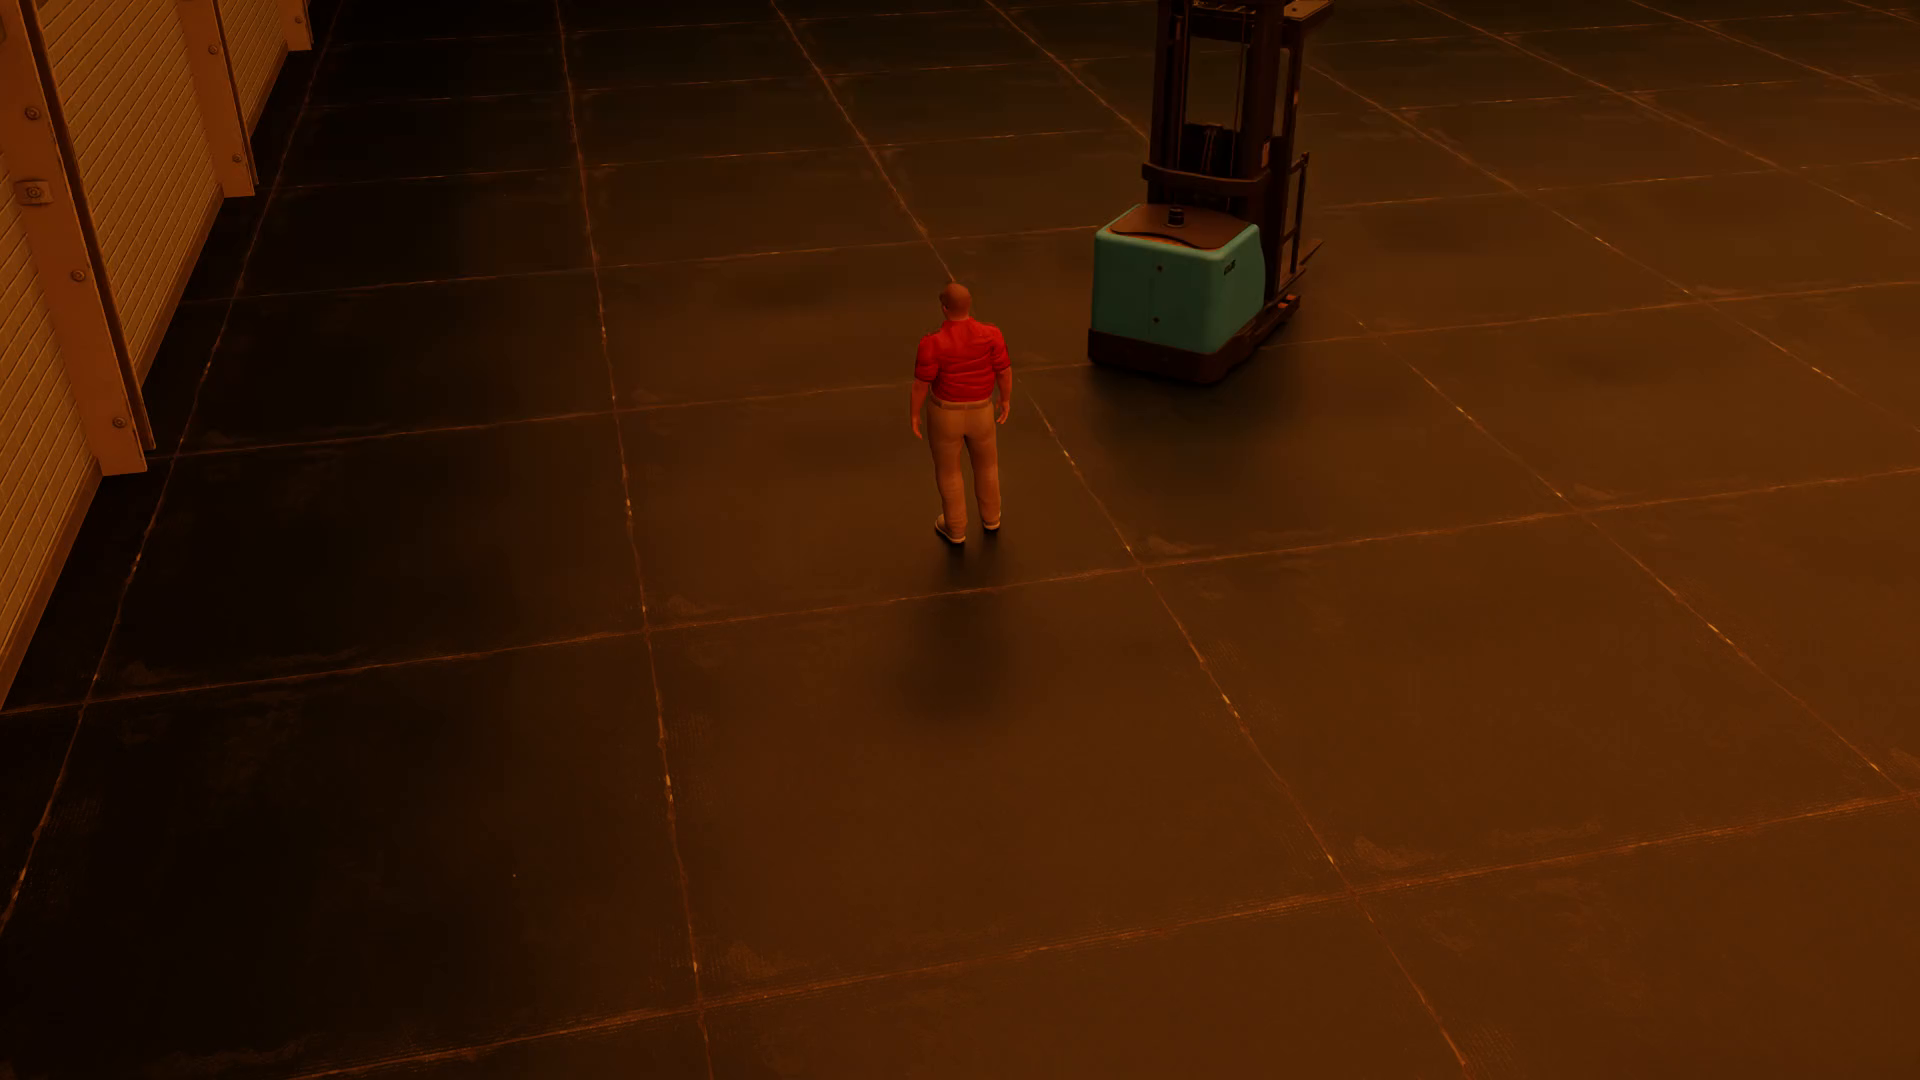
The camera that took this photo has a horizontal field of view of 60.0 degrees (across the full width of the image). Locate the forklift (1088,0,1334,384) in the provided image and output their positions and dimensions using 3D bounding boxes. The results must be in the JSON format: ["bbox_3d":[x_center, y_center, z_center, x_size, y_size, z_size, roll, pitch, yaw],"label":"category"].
[{"bbox_3d":[2.150,-3.138,12.995,1.130,2.935,3.031,16,34,25],"label":"forklift"}]

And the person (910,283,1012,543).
[{"bbox_3d":[-0.010,-0.800,10.141,0.642,1.727,0.550,-7,31,-12],"label":"person"}]
